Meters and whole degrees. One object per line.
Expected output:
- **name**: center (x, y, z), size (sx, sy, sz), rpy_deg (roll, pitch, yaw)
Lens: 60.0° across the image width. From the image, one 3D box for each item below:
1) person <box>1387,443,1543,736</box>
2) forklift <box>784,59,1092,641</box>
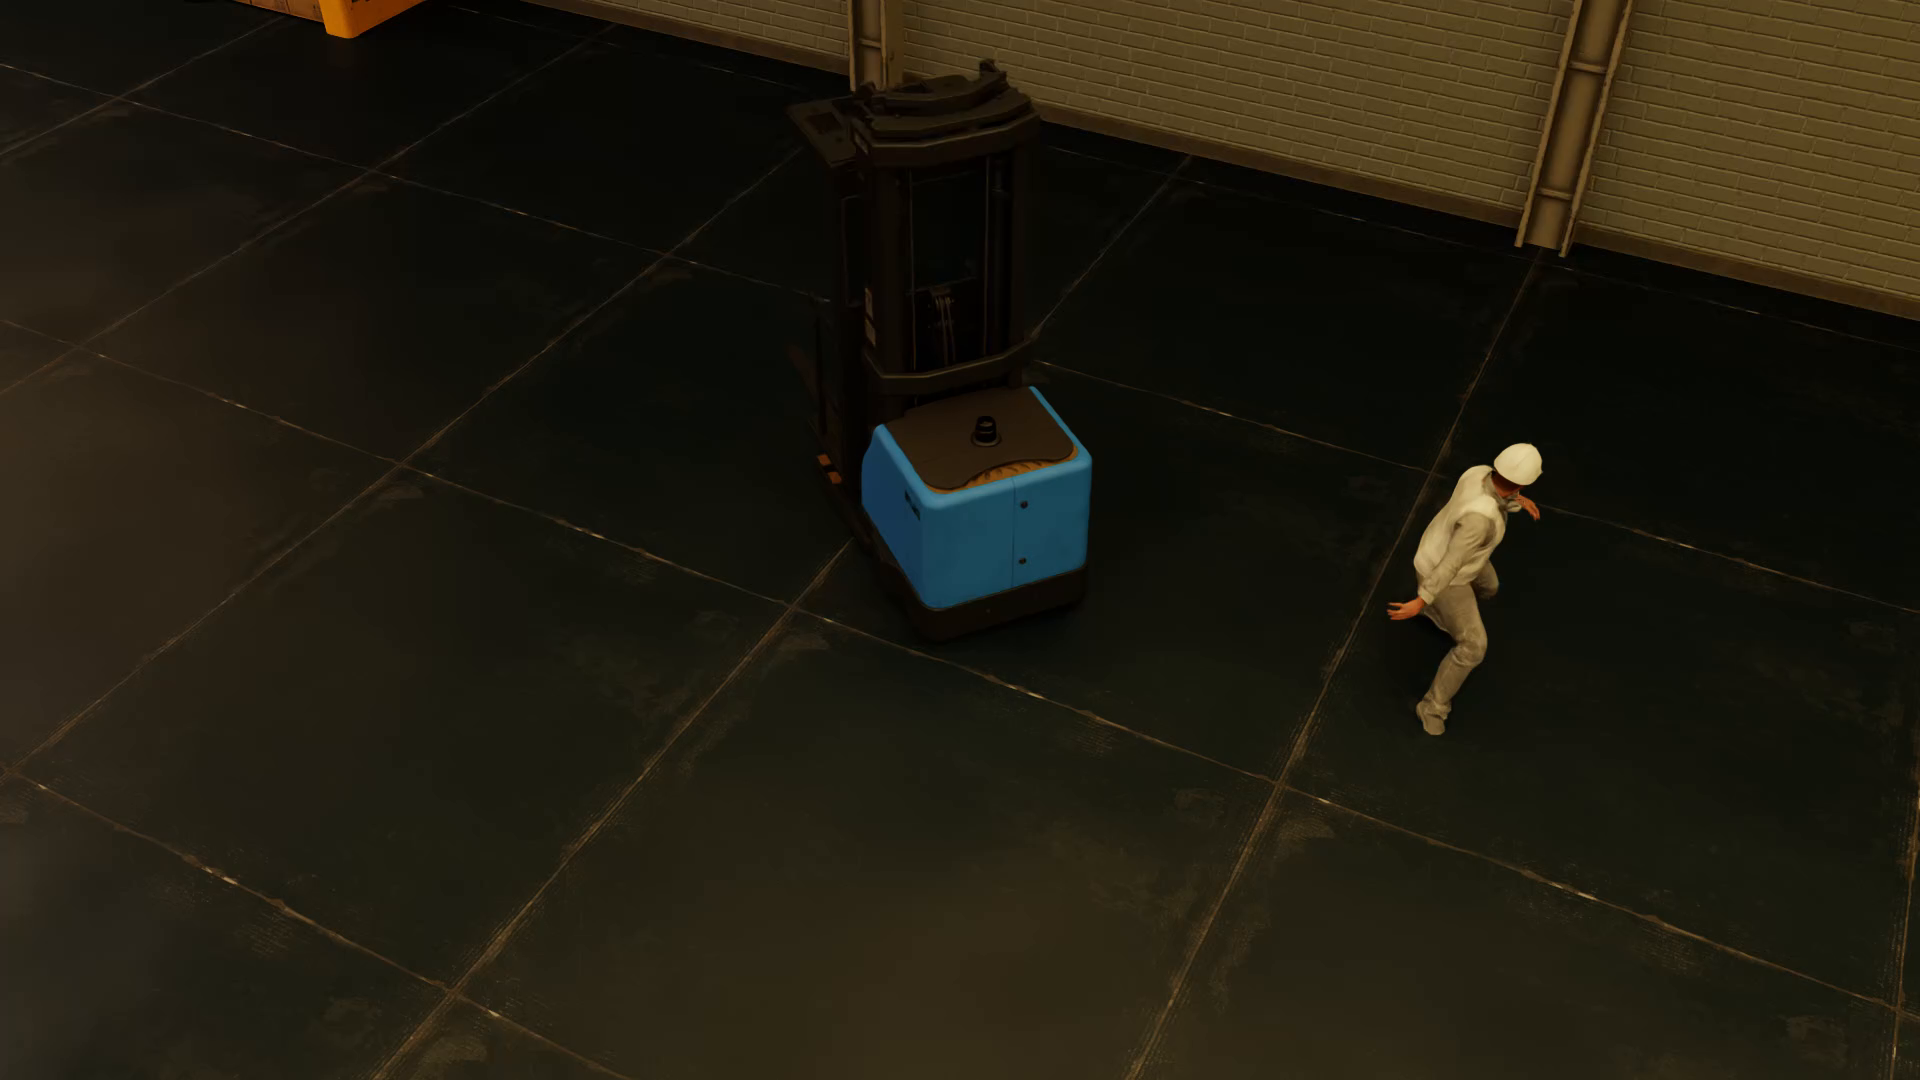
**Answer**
- **person**: center (2.678, 0.192, 8.870), size (0.575, 1.723, 1.038), rpy_deg (17, 43, 20)
- **forklift**: center (-0.305, -1.496, 9.763), size (1.130, 2.935, 3.031), rpy_deg (-16, 43, -18)
